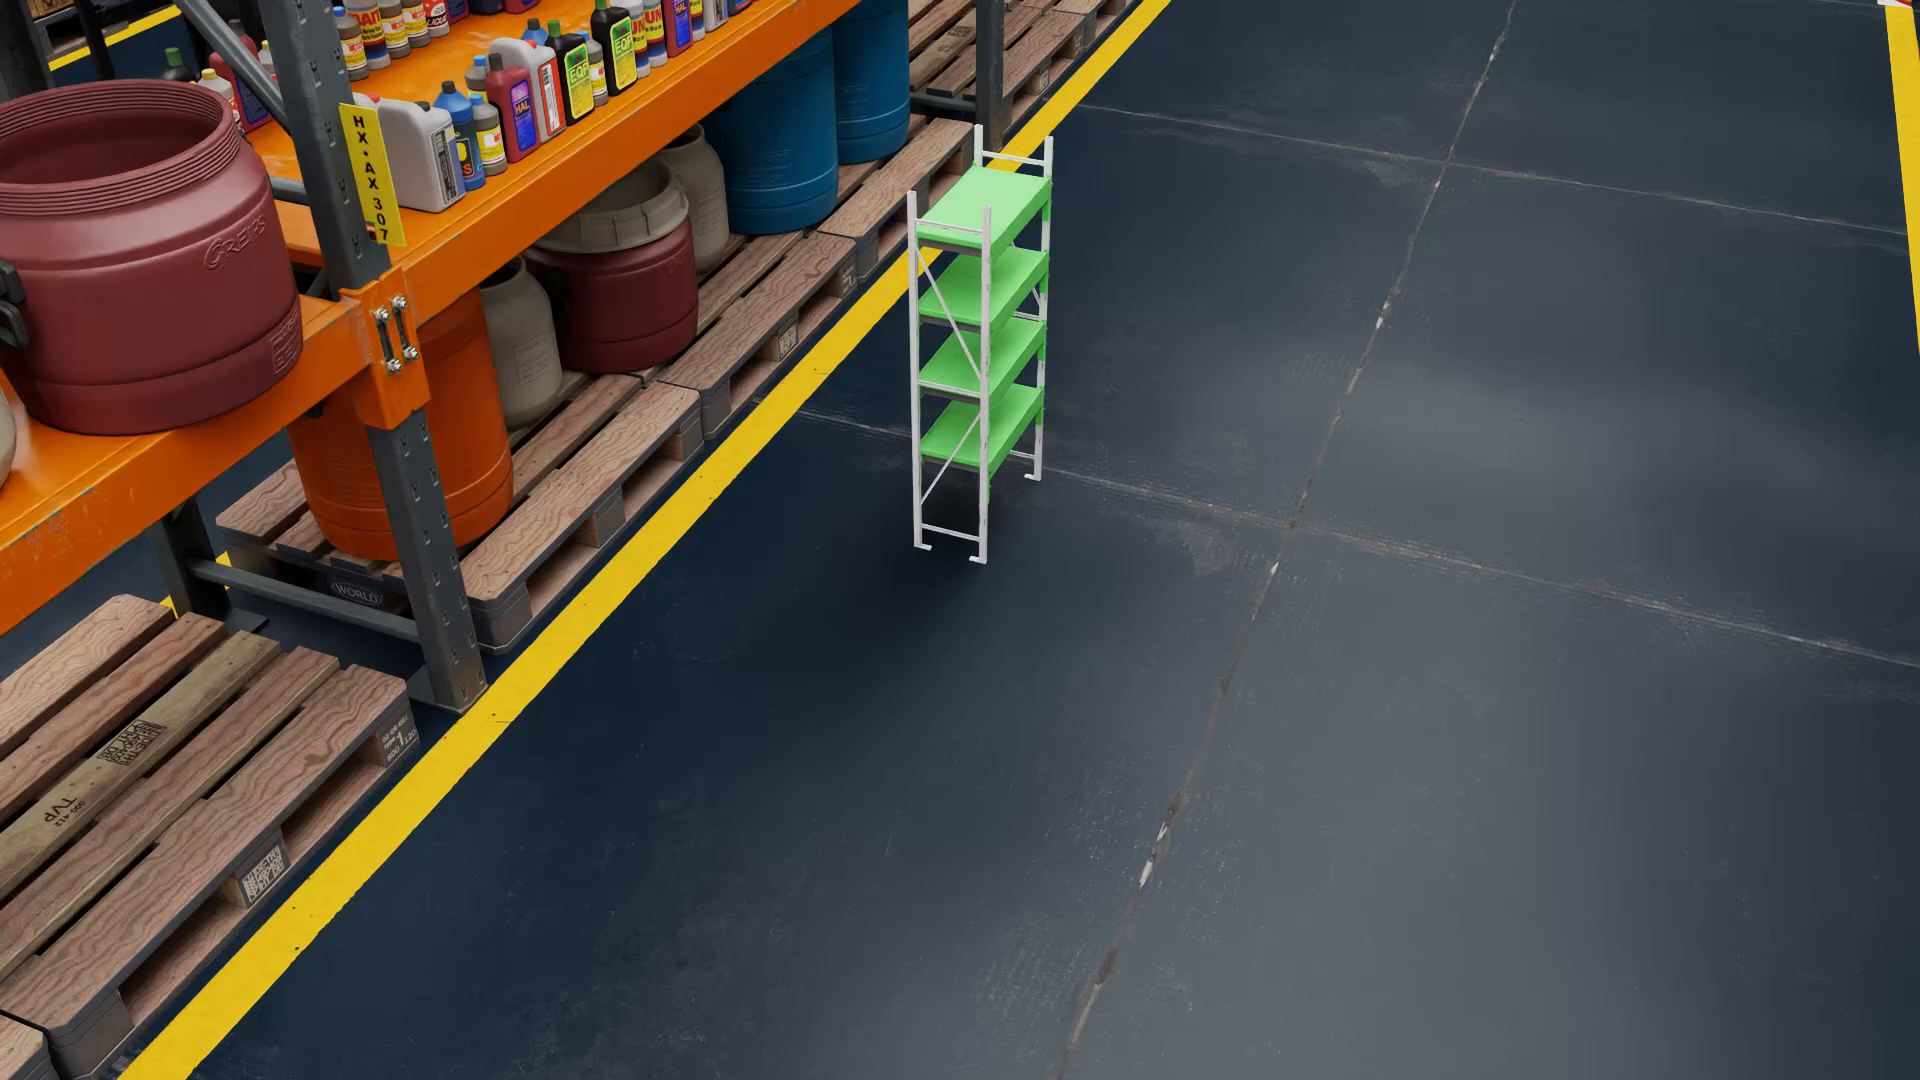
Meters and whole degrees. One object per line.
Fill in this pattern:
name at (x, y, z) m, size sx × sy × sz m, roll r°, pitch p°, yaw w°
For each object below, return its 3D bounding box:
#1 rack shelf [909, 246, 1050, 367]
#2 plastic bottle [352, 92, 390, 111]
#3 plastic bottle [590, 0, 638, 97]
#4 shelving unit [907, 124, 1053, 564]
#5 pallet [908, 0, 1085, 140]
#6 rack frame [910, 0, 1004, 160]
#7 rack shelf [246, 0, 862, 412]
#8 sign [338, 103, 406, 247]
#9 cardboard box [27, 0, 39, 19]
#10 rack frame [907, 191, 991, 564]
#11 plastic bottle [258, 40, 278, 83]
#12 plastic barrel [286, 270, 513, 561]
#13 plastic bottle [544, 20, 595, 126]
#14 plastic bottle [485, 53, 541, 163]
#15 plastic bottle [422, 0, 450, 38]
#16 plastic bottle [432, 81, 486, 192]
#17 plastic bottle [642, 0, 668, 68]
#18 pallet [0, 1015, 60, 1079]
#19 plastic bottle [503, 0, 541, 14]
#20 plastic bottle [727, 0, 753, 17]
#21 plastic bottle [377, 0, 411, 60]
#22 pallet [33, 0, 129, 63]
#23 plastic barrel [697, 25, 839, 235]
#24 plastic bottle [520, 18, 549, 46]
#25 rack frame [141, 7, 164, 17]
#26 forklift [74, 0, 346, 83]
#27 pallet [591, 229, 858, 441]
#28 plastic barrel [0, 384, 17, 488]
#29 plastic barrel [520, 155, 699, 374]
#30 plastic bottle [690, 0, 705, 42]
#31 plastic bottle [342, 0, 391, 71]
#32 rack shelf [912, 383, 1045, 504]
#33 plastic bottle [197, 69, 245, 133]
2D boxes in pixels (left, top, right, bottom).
rack shelf at (0.063, -0.713, 4.908) m, size 0.258 × 0.148 × 0.480 m, roll 14°, pitch 39°, yaw 18°
plastic bottle at (-1.490, -1.012, 4.202) m, size 0.152 × 0.276 × 0.135 m, roll 14°, pitch 39°, yaw 18°
plastic bottle at (-0.992, -1.428, 4.752) m, size 0.061 × 0.283 × 0.133 m, roll 14°, pitch 39°, yaw 18°
shelving unit at (0.063, -0.572, 5.013) m, size 0.258 × 1.200 × 0.503 m, roll 14°, pitch 39°, yaw 18°
pallet at (-0.047, -2.375, 8.251) m, size 1.003 × 0.211 × 1.213 m, roll 14°, pitch 39°, yaw 18°
rack frame at (-0.291, -3.076, 6.859) m, size 1.000 × 3.000 × 0.127 m, roll 14°, pitch 39°, yaw 18°
rack shelf at (-1.052, -1.680, 5.593) m, size 1.077 × 0.370 × 4.000 m, roll 14°, pitch 39°, yaw 18°
sign at (-1.301, -0.805, 3.685) m, size 0.100 × 0.325 × 0.005 m, roll 14°, pitch 39°, yaw 18°
cardboard box at (-4.989, -2.771, 8.172) m, size 0.500 × 0.500 × 0.500 m, roll 14°, pitch 39°, yaw 18°
rack frame at (-0.030, -0.437, 4.833) m, size 0.240 × 1.200 × 0.015 m, roll 14°, pitch 39°, yaw 18°
plastic bottle at (-1.905, -1.290, 4.636) m, size 0.097 × 0.201 × 0.097 m, roll 0°, pitch 37°, yaw 0°
plastic barrel at (-1.642, -0.435, 4.788) m, size 0.600 × 0.830 × 0.708 m, roll 14°, pitch 39°, yaw 18°
plastic bottle at (-1.080, -1.300, 4.581) m, size 0.061 × 0.283 × 0.133 m, roll 14°, pitch 39°, yaw 18°
plastic bottle at (-1.182, -1.152, 4.383) m, size 0.061 × 0.283 × 0.133 m, roll 14°, pitch 39°, yaw 18°
plastic bottle at (-1.645, -1.667, 5.141) m, size 0.097 × 0.201 × 0.097 m, roll 0°, pitch 37°, yaw 0°
plastic bottle at (-1.280, -1.033, 4.234) m, size 0.097 × 0.271 × 0.097 m, roll 0°, pitch 37°, yaw 0°
plastic bottle at (-0.928, -1.545, 4.919) m, size 0.097 × 0.271 × 0.097 m, roll 0°, pitch 37°, yaw 0°
pallet at (-2.609, 1.349, 3.269) m, size 1.003 × 0.211 × 1.213 m, roll 14°, pitch 39°, yaw 18°
plastic bottle at (-1.415, -1.838, 5.300) m, size 0.061 × 0.283 × 0.133 m, roll 14°, pitch 39°, yaw 18°
plastic bottle at (-0.757, -1.862, 5.277) m, size 0.144 × 0.351 × 0.185 m, roll 14°, pitch 39°, yaw 18°
plastic bottle at (-1.719, -1.559, 4.997) m, size 0.097 × 0.201 × 0.097 m, roll 0°, pitch 37°, yaw 0°
pallet at (-5.144, -2.630, 8.592) m, size 1.003 × 0.211 × 1.213 m, roll 14°, pitch 39°, yaw 18°
plastic barrel at (-0.783, -1.714, 6.439) m, size 0.600 × 0.901 × 0.708 m, roll 14°, pitch 39°, yaw 18°
plastic bottle at (-1.160, -1.303, 4.596) m, size 0.097 × 0.271 × 0.097 m, roll 0°, pitch 37°, yaw 0°
rack frame at (-4.870, -4.206, 8.372) m, size 1.000 × 3.000 × 0.127 m, roll 14°, pitch 39°, yaw 18°
forklift at (-3.019, -2.690, 6.401) m, size 1.130 × 2.935 × 3.031 m, roll 19°, pitch 41°, yaw 23°
pallet at (-1.085, -0.863, 6.228) m, size 1.003 × 0.211 × 1.213 m, roll 14°, pitch 39°, yaw 18°
plastic barrel at (-2.006, -0.287, 3.036) m, size 0.421 × 0.512 × 0.421 m, roll 0°, pitch 37°, yaw 0°
plastic barrel at (-1.212, -0.963, 5.697) m, size 0.600 × 0.588 × 0.708 m, roll 14°, pitch 39°, yaw 18°
plastic bottle at (-0.840, -1.673, 5.090) m, size 0.097 × 0.271 × 0.097 m, roll 0°, pitch 37°, yaw 0°
plastic bottle at (-1.756, -1.534, 4.904) m, size 0.097 × 0.271 × 0.097 m, roll 0°, pitch 37°, yaw 0°
rack shelf at (0.063, -0.329, 5.195) m, size 0.258 × 0.148 × 0.480 m, roll 14°, pitch 39°, yaw 18°
plastic bottle at (-1.992, -1.162, 4.465) m, size 0.097 × 0.201 × 0.097 m, roll 0°, pitch 37°, yaw 0°
